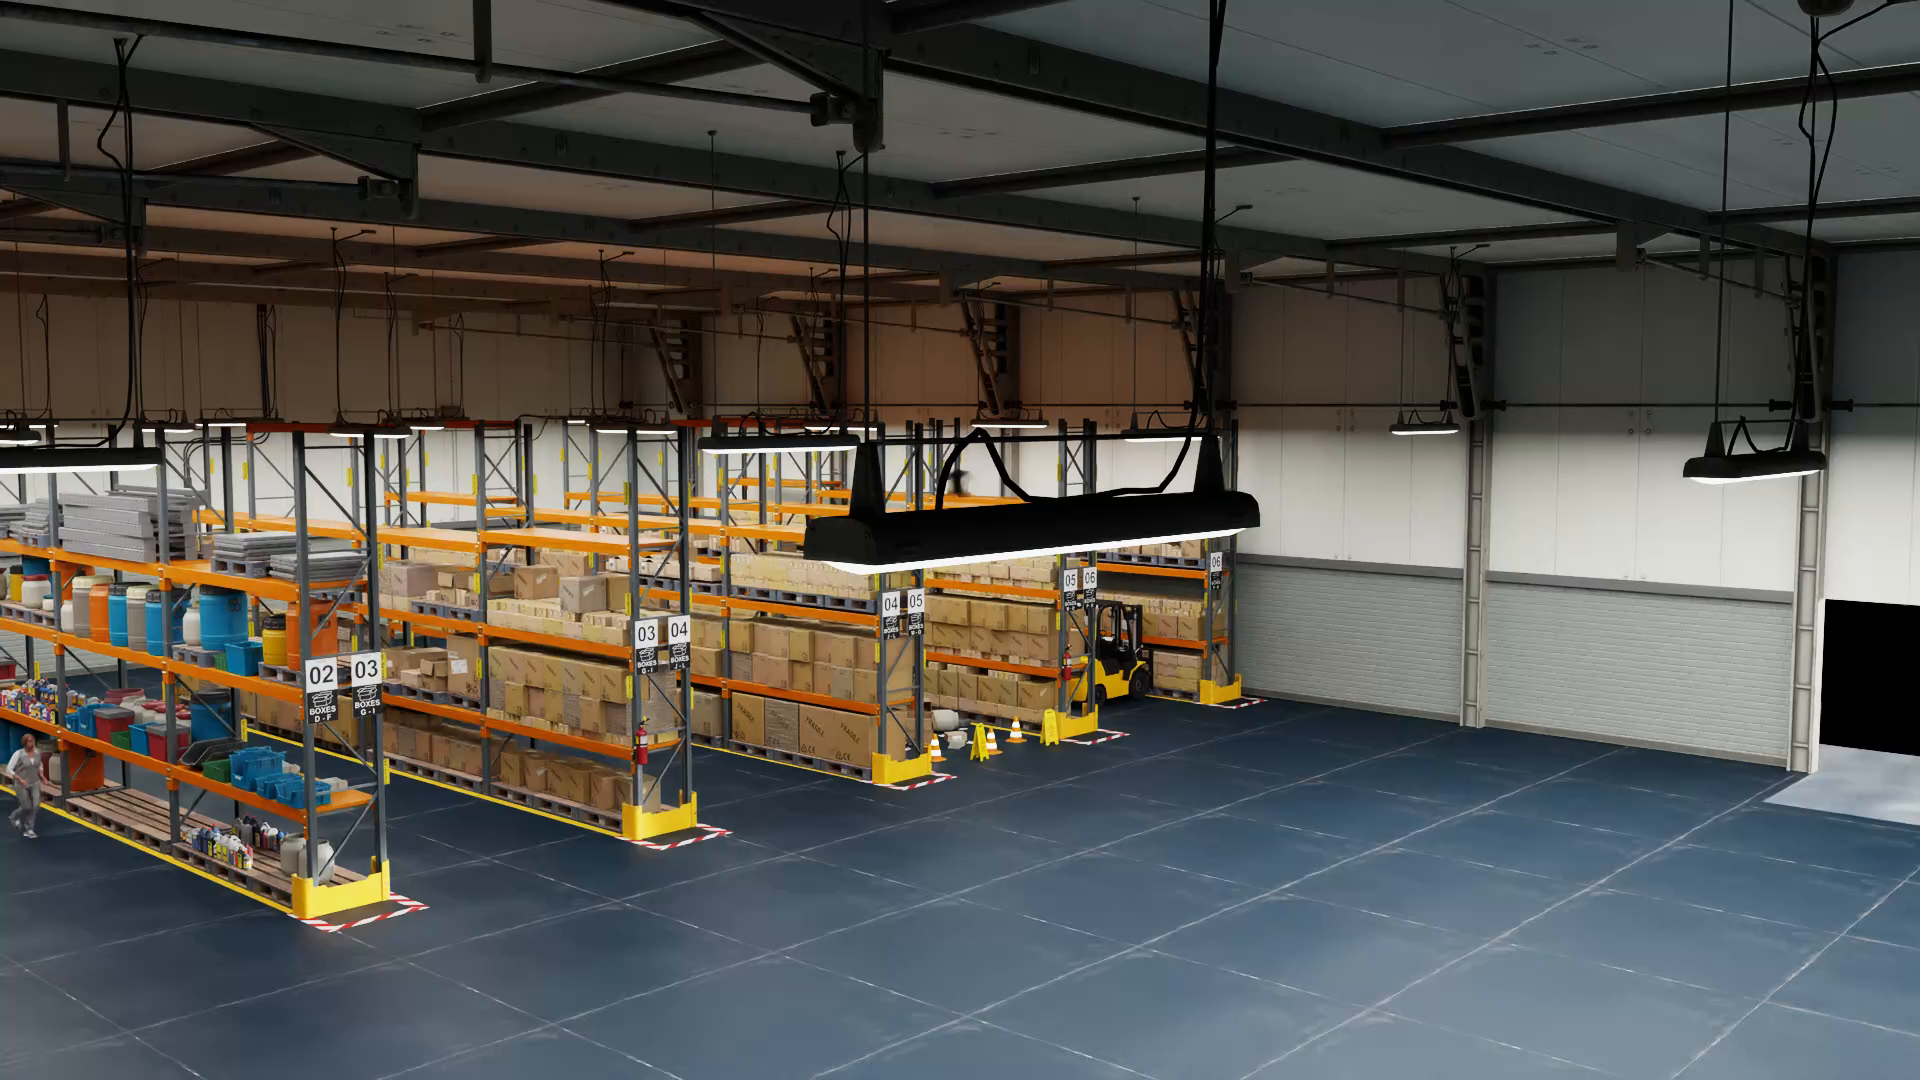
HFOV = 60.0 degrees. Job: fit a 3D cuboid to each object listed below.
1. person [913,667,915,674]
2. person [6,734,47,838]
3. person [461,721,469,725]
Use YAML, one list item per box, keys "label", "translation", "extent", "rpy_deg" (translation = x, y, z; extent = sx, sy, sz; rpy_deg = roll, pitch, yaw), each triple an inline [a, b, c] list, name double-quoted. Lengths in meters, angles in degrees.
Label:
- label: "person"
  translation: [-1.345, 2.380, 37.781]
  extent: [0.684, 1.761, 0.656]
  rpy_deg: [4, 6, 43]
- label: "person"
  translation: [-13.700, 3.583, 24.348]
  extent: [0.612, 1.544, 0.538]
  rpy_deg: [3, 6, 34]
- label: "person"
  translation: [-10.102, 2.861, 33.168]
  extent: [0.937, 1.603, 0.595]
  rpy_deg: [3, 5, 29]
